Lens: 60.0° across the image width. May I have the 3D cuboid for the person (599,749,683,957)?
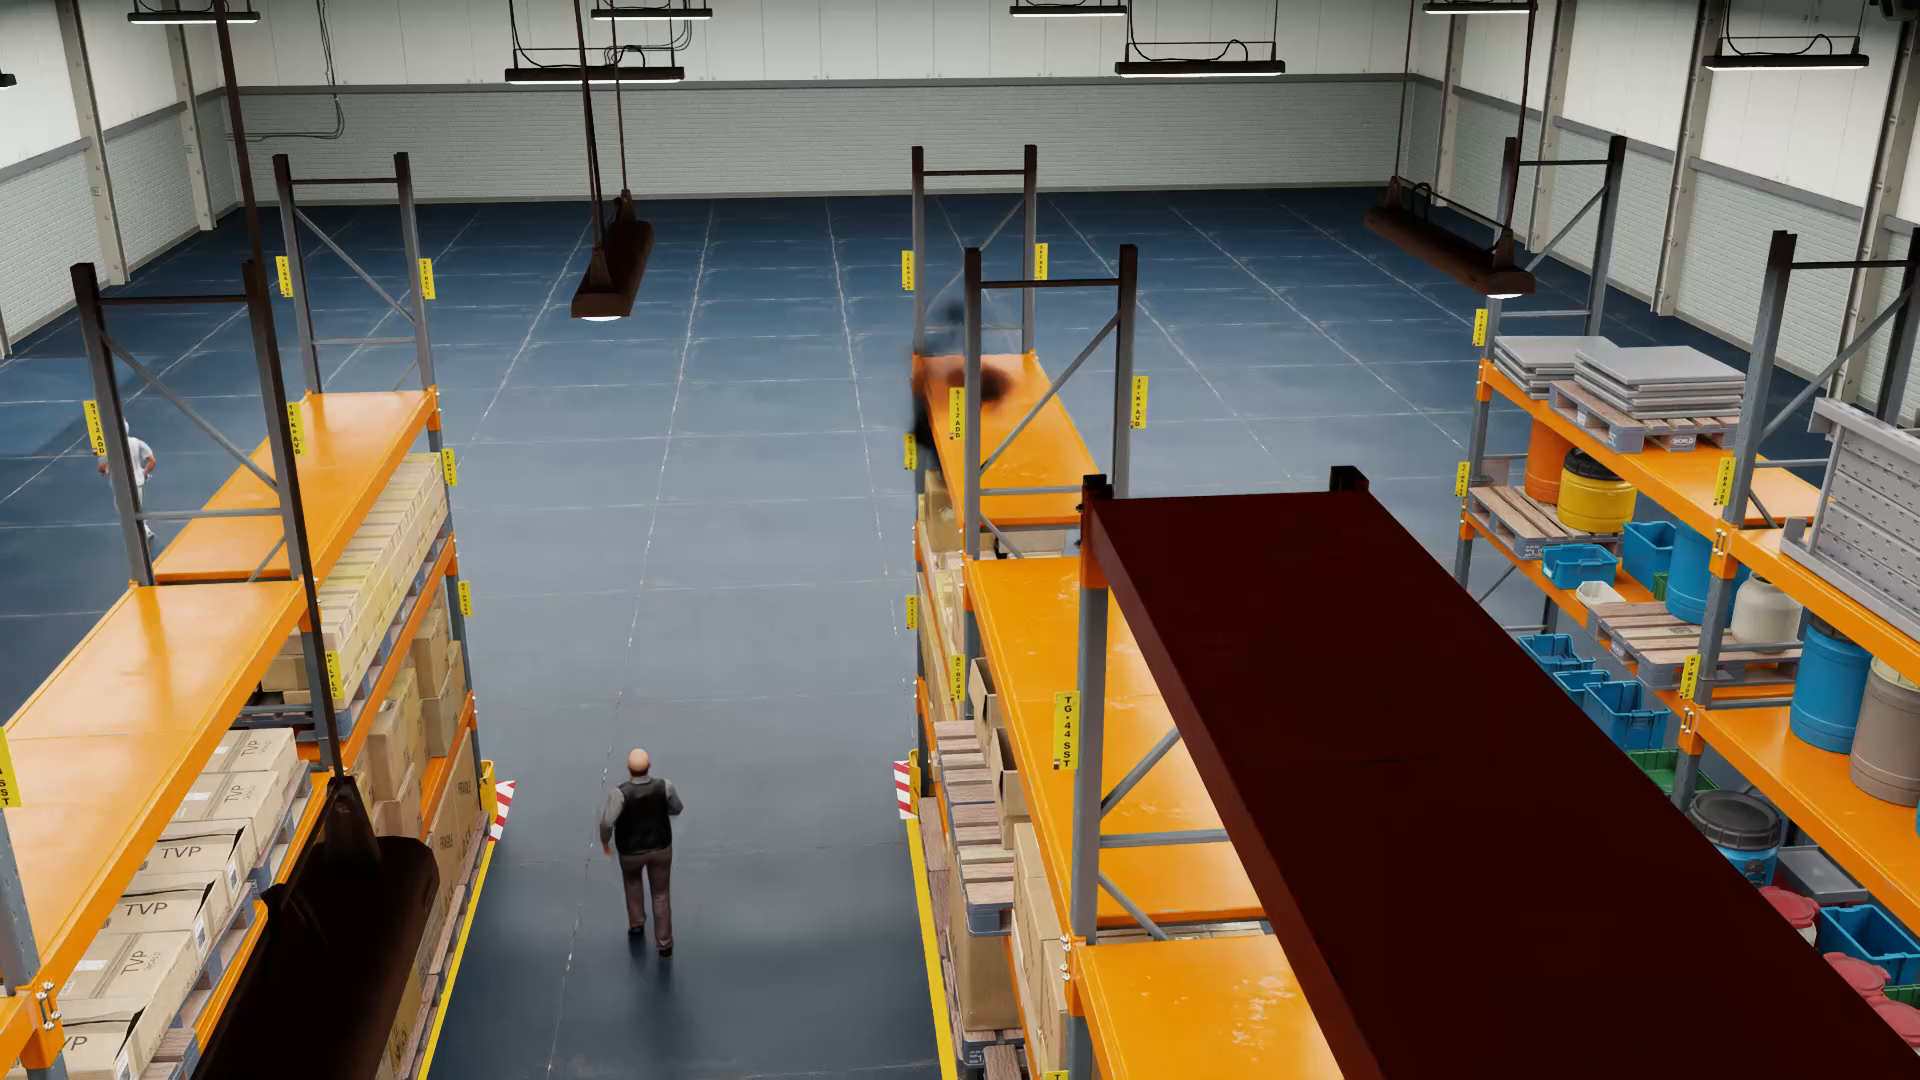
[{"bbox_3d":[-2.488,2.472,13.102,0.673,1.804,0.760,-6,22,-16],"label":"person"}]

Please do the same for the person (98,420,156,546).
[{"bbox_3d":[-10.473,-0.671,20.957,0.646,1.779,0.816,-20,29,-41],"label":"person"}]
